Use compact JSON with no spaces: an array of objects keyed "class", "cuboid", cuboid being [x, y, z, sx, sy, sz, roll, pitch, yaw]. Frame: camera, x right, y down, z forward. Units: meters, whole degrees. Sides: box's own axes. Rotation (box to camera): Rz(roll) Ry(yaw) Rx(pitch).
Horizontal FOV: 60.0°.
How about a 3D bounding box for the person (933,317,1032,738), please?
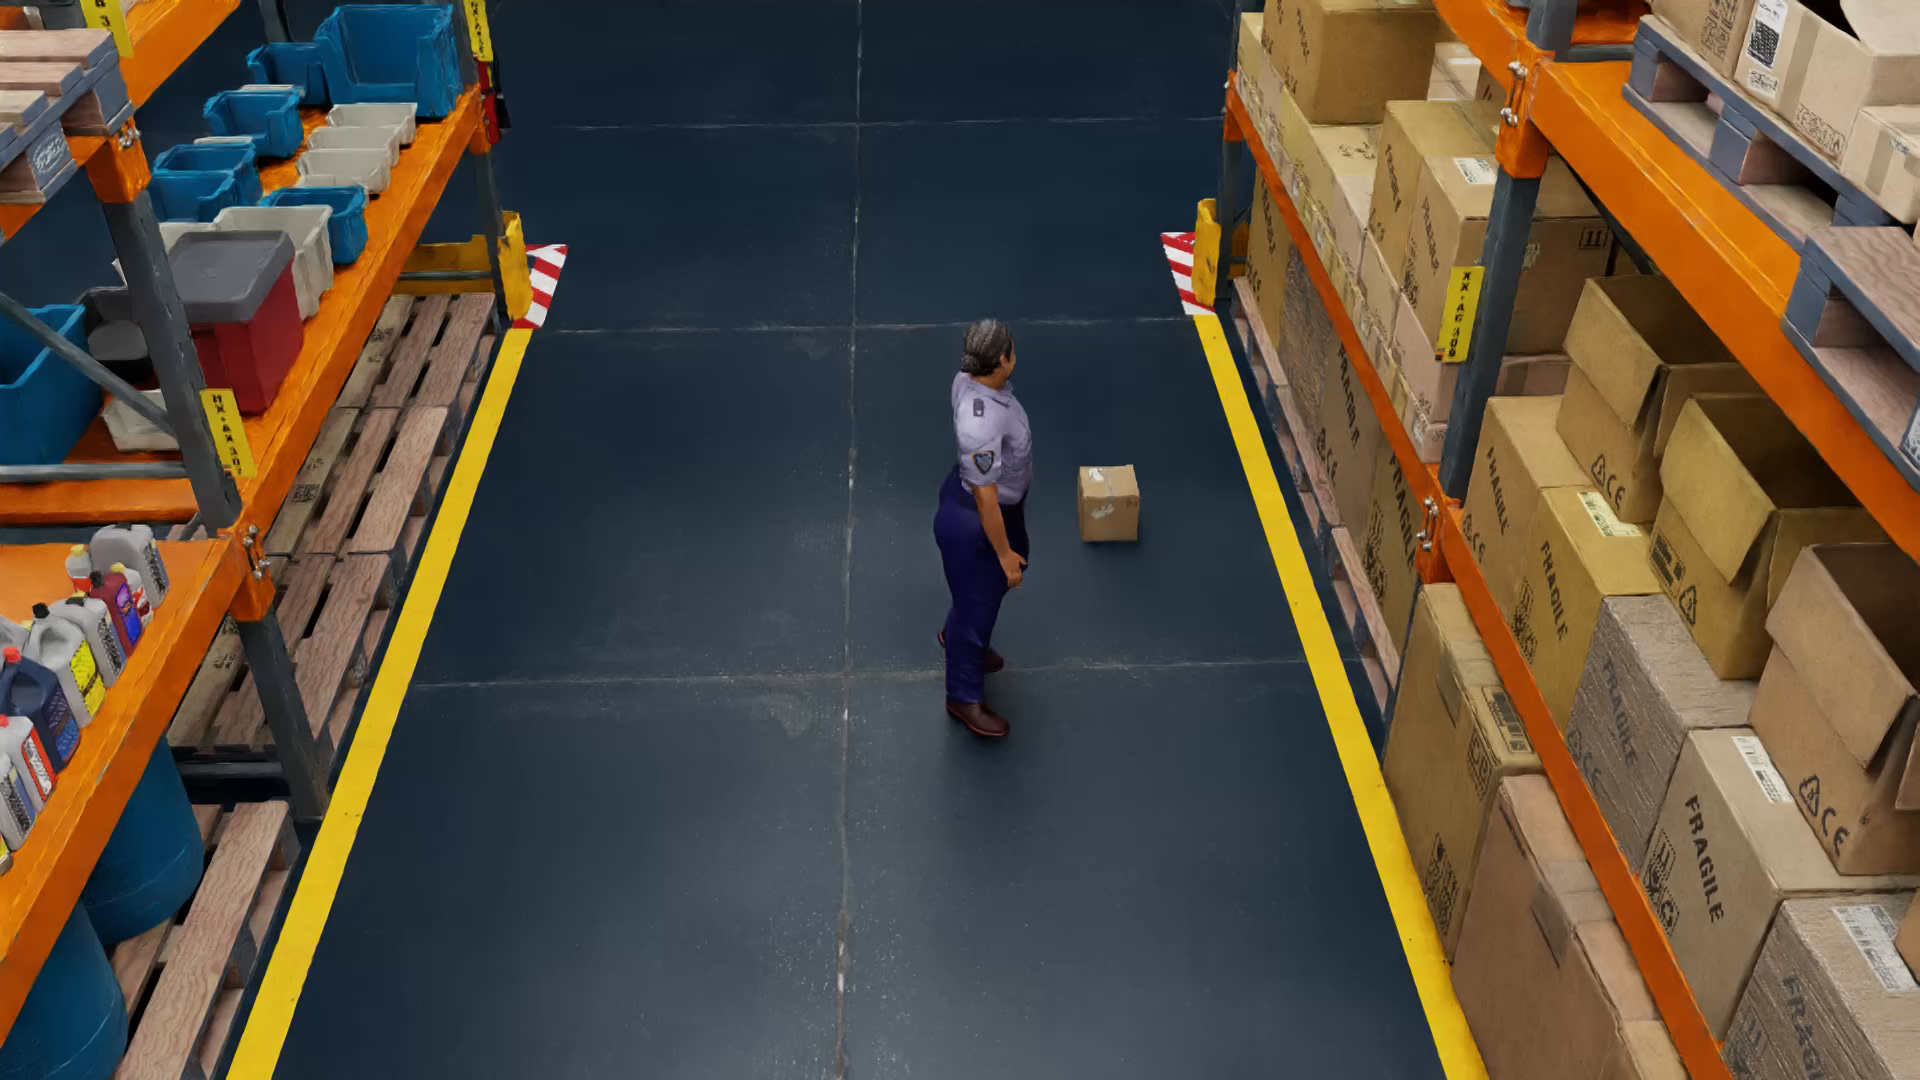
[{"class":"person","cuboid":[0.084,-0.056,6.231,0.359,1.660,0.575,3,36,4]}]
